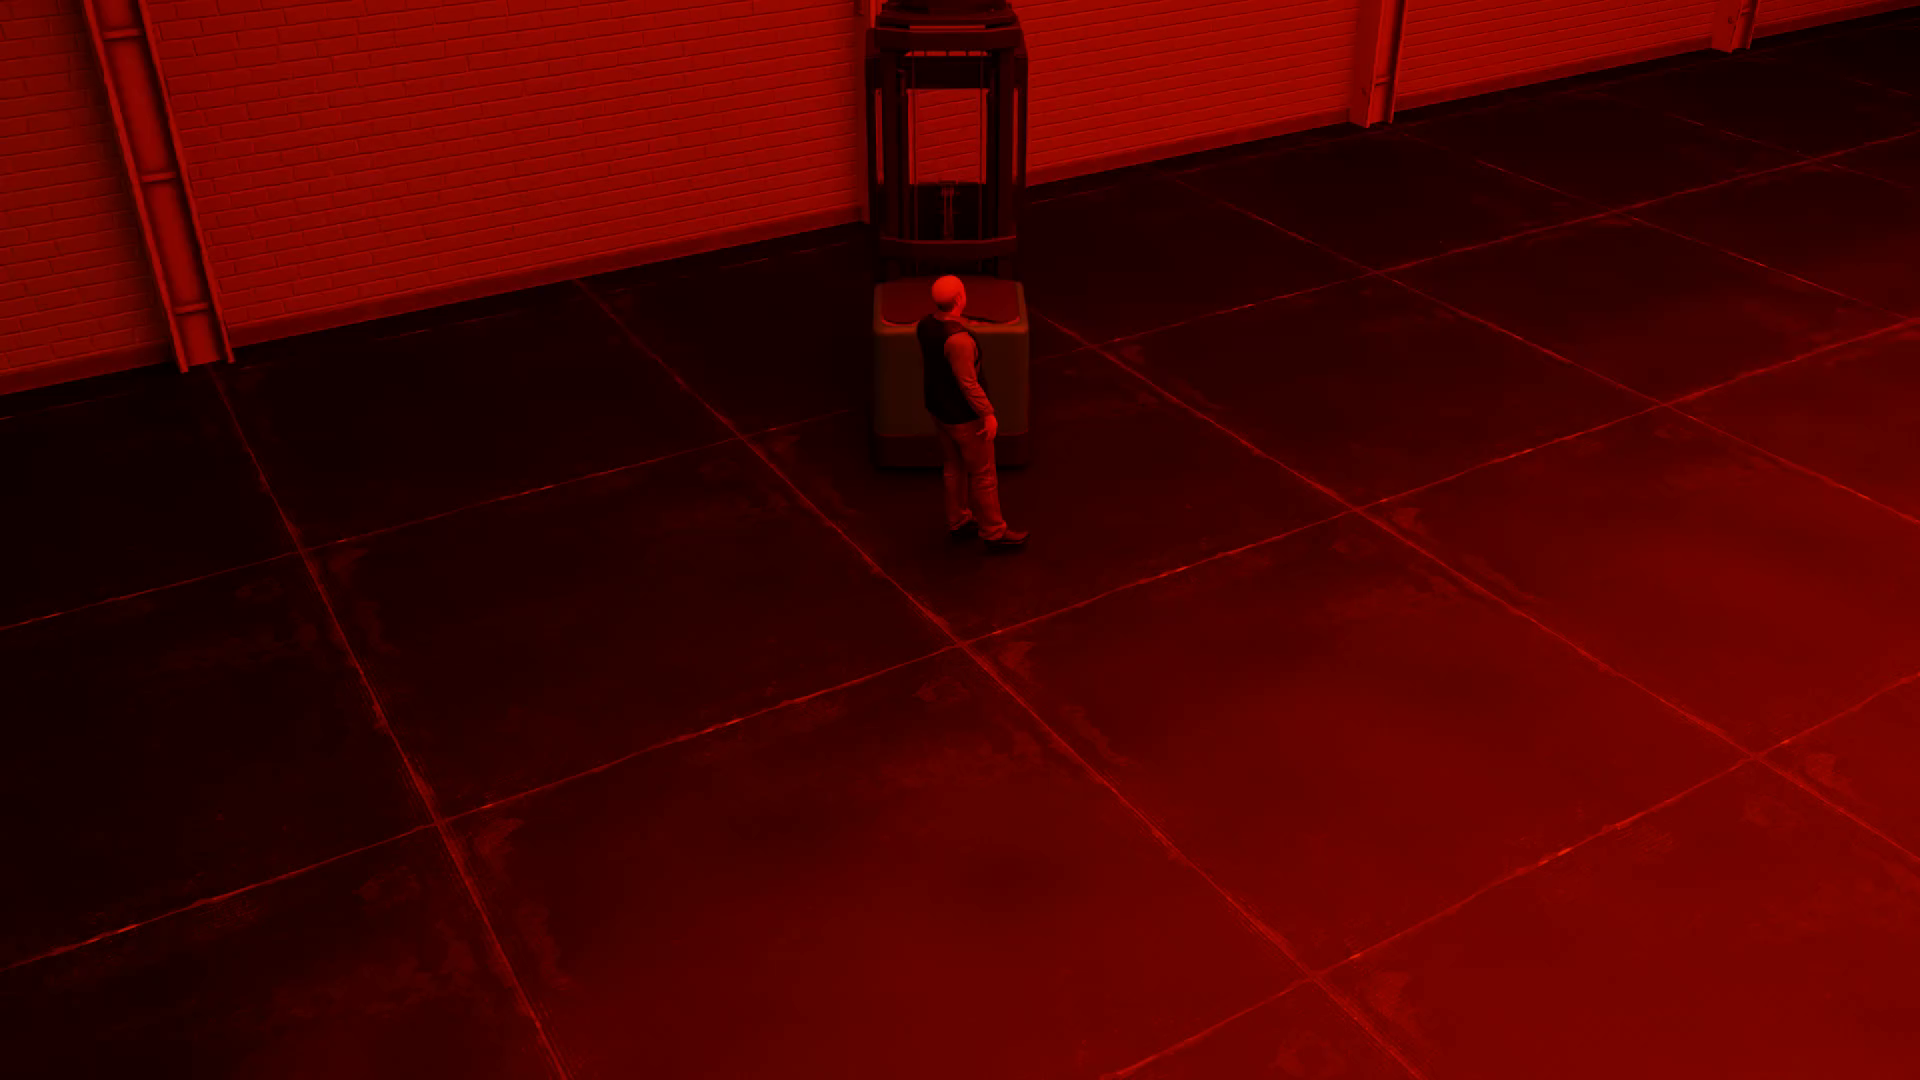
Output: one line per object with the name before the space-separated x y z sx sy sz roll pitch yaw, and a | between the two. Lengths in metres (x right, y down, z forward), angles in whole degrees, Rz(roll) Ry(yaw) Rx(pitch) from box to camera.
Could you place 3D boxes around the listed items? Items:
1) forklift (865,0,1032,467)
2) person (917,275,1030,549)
forklift | -0.097 -2.467 11.766 1.130 2.935 3.031 -1 31 -1
person | 0.057 -0.793 10.055 0.567 1.721 0.633 -17 35 -26
